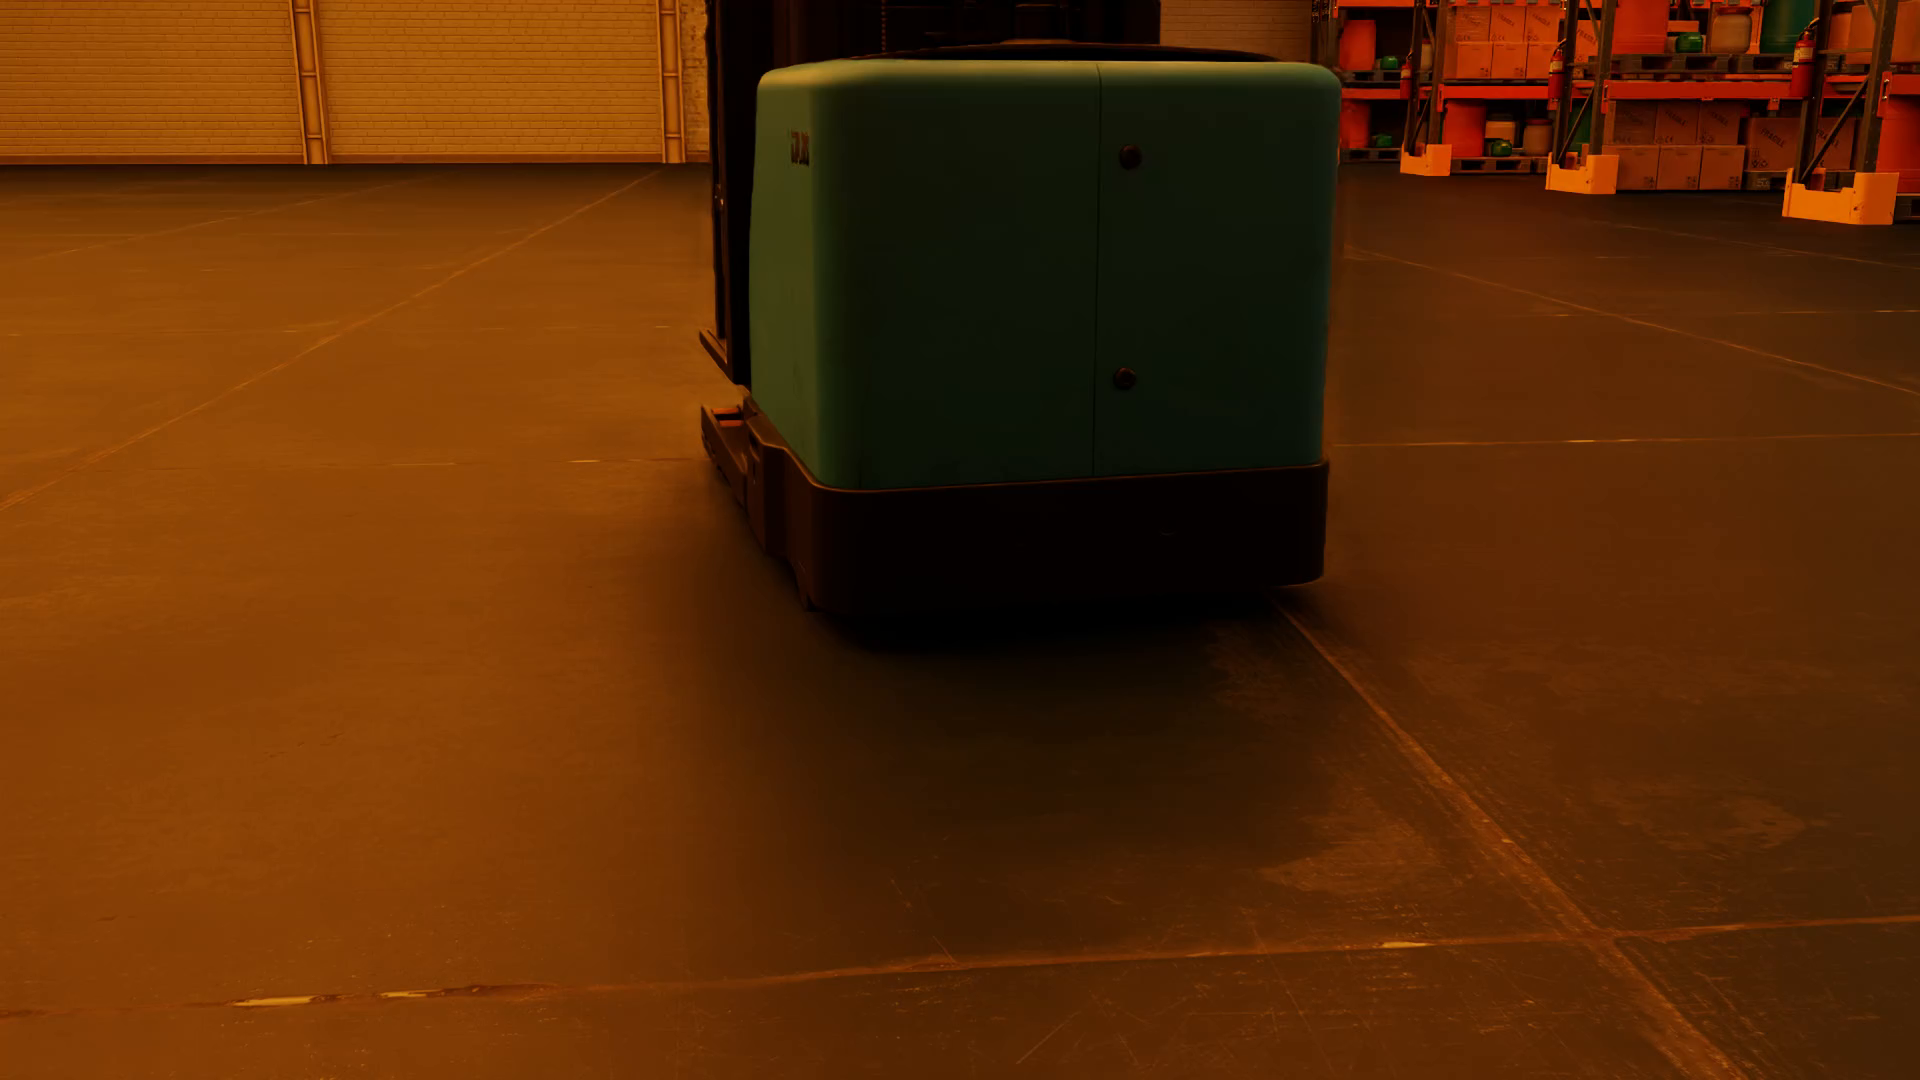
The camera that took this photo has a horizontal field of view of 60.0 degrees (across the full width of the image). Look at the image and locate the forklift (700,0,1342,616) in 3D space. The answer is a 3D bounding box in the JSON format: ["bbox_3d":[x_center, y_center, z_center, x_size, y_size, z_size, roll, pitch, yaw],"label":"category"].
[{"bbox_3d":[-0.119,-1.604,4.274,1.130,2.935,3.031,-4,15,-14],"label":"forklift"}]
